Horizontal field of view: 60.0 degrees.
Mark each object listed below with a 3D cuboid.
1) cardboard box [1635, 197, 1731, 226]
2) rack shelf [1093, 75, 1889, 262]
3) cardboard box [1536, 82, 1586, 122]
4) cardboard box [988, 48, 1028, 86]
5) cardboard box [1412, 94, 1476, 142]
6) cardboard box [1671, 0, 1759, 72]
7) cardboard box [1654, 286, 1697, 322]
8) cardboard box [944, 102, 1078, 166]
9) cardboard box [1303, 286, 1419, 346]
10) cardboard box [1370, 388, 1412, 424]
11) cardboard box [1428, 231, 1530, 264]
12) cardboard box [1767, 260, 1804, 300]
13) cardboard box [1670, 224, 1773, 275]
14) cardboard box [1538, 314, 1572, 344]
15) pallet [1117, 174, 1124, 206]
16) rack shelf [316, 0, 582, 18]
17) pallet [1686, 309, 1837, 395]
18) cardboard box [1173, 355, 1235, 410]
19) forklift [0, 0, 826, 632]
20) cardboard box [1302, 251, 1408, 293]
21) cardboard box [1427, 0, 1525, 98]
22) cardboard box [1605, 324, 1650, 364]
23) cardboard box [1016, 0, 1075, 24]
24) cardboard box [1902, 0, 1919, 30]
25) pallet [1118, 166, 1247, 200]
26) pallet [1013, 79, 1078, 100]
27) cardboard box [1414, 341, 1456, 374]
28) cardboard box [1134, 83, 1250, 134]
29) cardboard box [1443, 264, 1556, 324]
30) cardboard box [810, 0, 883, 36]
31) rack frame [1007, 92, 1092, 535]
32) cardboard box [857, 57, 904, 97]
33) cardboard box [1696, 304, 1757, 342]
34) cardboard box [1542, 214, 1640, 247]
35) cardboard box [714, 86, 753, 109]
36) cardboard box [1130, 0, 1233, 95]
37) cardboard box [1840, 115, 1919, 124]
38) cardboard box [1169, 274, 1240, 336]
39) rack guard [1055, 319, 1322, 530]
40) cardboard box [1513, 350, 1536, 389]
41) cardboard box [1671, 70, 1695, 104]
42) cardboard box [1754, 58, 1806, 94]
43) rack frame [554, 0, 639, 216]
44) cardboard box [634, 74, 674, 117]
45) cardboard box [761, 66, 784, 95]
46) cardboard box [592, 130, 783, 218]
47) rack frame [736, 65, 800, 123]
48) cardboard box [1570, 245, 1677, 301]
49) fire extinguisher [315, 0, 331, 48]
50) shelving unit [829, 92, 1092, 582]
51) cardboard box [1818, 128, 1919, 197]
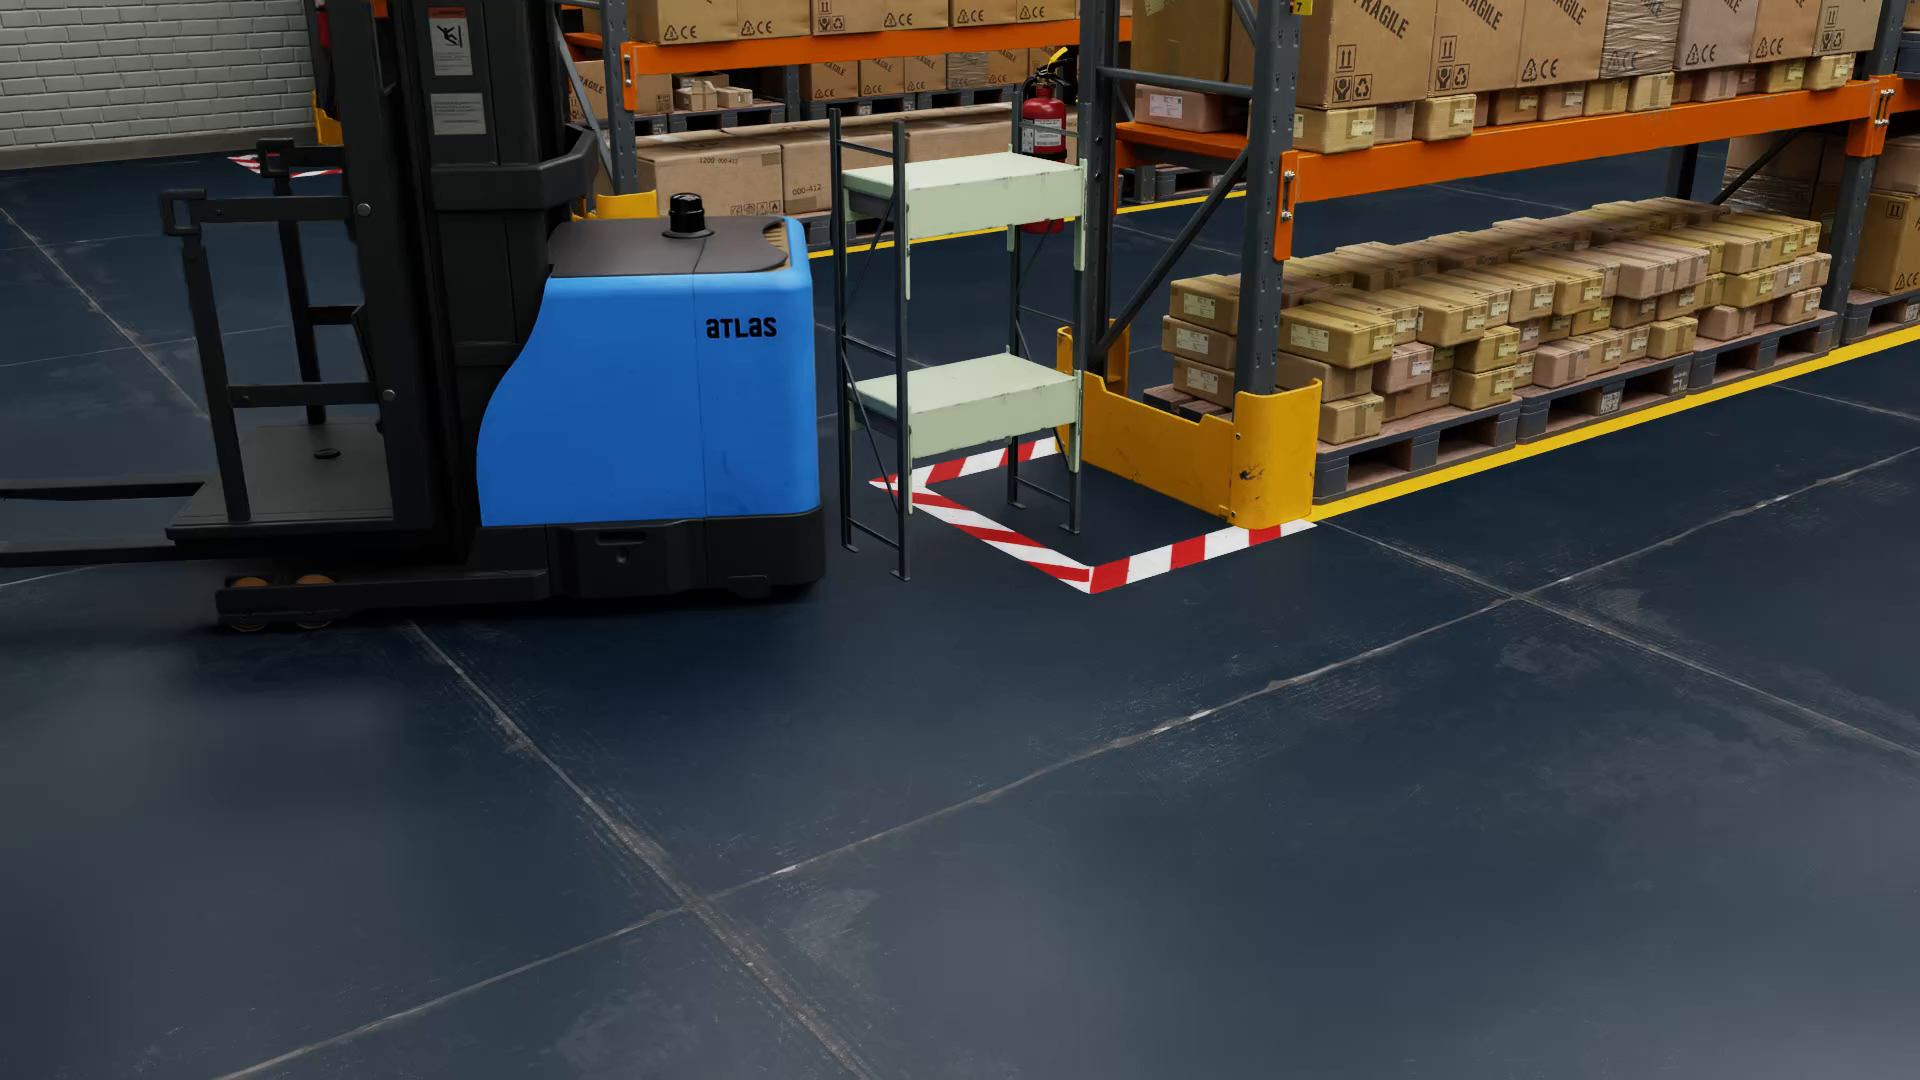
[{"bbox_3d":[3.629,-1.616,8.376,0.250,0.149,0.380,-14,26,-31],"label":"cardboard box"},{"bbox_3d":[2.407,-1.714,7.115,4.000,0.370,1.077,-15,26,-33],"label":"rack shelf"},{"bbox_3d":[2.251,-1.773,6.632,0.250,0.149,0.380,-16,27,-34],"label":"cardboard box"},{"bbox_3d":[0.349,-4.965,17.098,0.500,0.500,0.500,-14,25,-31],"label":"cardboard box"},{"bbox_3d":[1.670,-1.580,6.147,0.250,0.149,0.380,-16,27,-34],"label":"cardboard box"},{"bbox_3d":[2.976,-2.257,6.968,0.500,0.500,0.500,-15,26,-33],"label":"cardboard box"},{"bbox_3d":[3.084,-1.115,7.522,0.250,0.149,0.380,-14,26,-32],"label":"cardboard box"},{"bbox_3d":[0.485,-2.850,11.881,0.875,0.438,0.875,-15,26,-34],"label":"cardboard box"},{"bbox_3d":[1.560,-0.870,6.506,0.250,0.149,0.380,-14,26,-32],"label":"cardboard box"},{"bbox_3d":[1.560,-0.585,6.594,0.250,0.149,0.380,-15,26,-33],"label":"cardboard box"},{"bbox_3d":[2.346,-1.285,7.548,0.250,0.149,0.380,-15,26,-33],"label":"cardboard box"},{"bbox_3d":[3.748,-1.264,7.895,0.250,0.149,0.380,-16,27,-35],"label":"cardboard box"},{"bbox_3d":[3.511,-1.350,7.709,0.250,0.149,0.380,-15,26,-33],"label":"cardboard box"},{"bbox_3d":[2.388,-0.962,7.140,0.250,0.149,0.380,-13,25,-30],"label":"cardboard box"},{"bbox_3d":[0.394,-2.512,11.907,1.213,0.211,1.003,-15,26,-33],"label":"pallet"},{"bbox_3d":[-3.468,-4.674,14.533,4.000,0.370,1.077,-15,26,-33],"label":"rack shelf"},{"bbox_3d":[3.506,-1.030,8.193,1.213,0.211,1.003,-15,26,-33],"label":"pallet"},{"bbox_3d":[1.089,-0.663,6.790,0.250,0.149,0.380,-14,26,-32],"label":"cardboard box"},{"bbox_3d":[-1.993,-1.252,5.166,3.031,2.867,1.129,-2,22,-6],"label":"forklift"},{"bbox_3d":[1.686,-1.122,7.137,0.250,0.149,0.380,-16,27,-35],"label":"cardboard box"},{"bbox_3d":[1.729,-1.937,6.168,0.500,0.500,0.500,-15,26,-33],"label":"cardboard box"},{"bbox_3d":[2.820,-0.904,7.395,0.250,0.149,0.380,-14,26,-32],"label":"cardboard box"},{"bbox_3d":[0.416,-3.704,10.998,0.500,0.500,0.500,-16,27,-34],"label":"cardboard box"},{"bbox_3d":[4.619,-2.506,7.902,0.250,0.149,0.380,-16,27,-35],"label":"cardboard box"},{"bbox_3d":[1.640,-2.843,12.736,1.213,0.211,1.003,-15,26,-33],"label":"pallet"},{"bbox_3d":[0.774,-4.861,17.794,1.213,0.211,1.003,-15,26,-33],"label":"pallet"},{"bbox_3d":[1.761,-0.782,6.688,0.250,0.149,0.380,-15,26,-32],"label":"cardboard box"},{"bbox_3d":[0.883,-1.654,6.333,0.250,0.149,0.380,-15,26,-33],"label":"cardboard box"},{"bbox_3d":[2.223,-1.021,6.886,0.250,0.149,0.380,-14,26,-31],"label":"cardboard box"},{"bbox_3d":[-0.815,-3.369,10.157,0.500,0.500,0.500,-15,26,-33],"label":"cardboard box"},{"bbox_3d":[0.303,-0.777,5.821,0.023,1.500,0.400,-15,26,-33],"label":"rack frame"},{"bbox_3d":[-0.894,-4.630,16.259,0.500,0.500,0.500,-15,26,-34],"label":"cardboard box"},{"bbox_3d":[3.474,-1.057,7.778,0.250,0.149,0.380,-16,27,-35],"label":"cardboard box"},{"bbox_3d":[2.996,-1.441,7.939,0.250,0.149,0.380,-16,27,-34],"label":"cardboard box"},{"bbox_3d":[-2.125,-4.103,15.411,0.250,0.149,0.380,-16,27,-34],"label":"cardboard box"},{"bbox_3d":[0.998,-1.975,6.261,0.500,0.500,0.500,-14,26,-32],"label":"cardboard box"},{"bbox_3d":[4.912,-2.208,9.176,0.500,0.250,0.500,-14,25,-30],"label":"cardboard box"},{"bbox_3d":[1.065,-0.953,6.715,0.250,0.149,0.380,-15,26,-32],"label":"cardboard box"},{"bbox_3d":[0.845,-0.471,6.401,0.348,0.500,1.175,-15,26,-33],"label":"rack guard"},{"bbox_3d":[2.181,-0.747,7.000,0.250,0.149,0.380,-15,26,-33],"label":"cardboard box"},{"bbox_3d":[2.873,-1.948,7.071,0.250,0.149,0.380,-15,26,-34],"label":"cardboard box"},{"bbox_3d":[3.538,-2.104,7.460,0.250,0.149,0.380,-14,26,-31],"label":"cardboard box"},{"bbox_3d":[-2.190,-3.083,9.574,0.127,3.000,1.000,-15,26,-33],"label":"rack frame"},{"bbox_3d":[-2.981,-4.111,14.958,0.500,0.500,0.700,-16,27,-35],"label":"cardboard box"},{"bbox_3d":[-1.619,-4.670,16.359,0.500,0.500,0.500,-15,26,-33],"label":"cardboard box"},{"bbox_3d":[-1.712,-2.261,10.405,0.875,0.438,0.875,-16,27,-35],"label":"cardboard box"},{"bbox_3d":[-1.845,-5.441,15.484,0.127,3.000,1.000,-15,26,-33],"label":"rack frame"},{"bbox_3d":[2.878,-1.169,7.255,0.250,0.149,0.380,-16,27,-35],"label":"cardboard box"},{"bbox_3d":[-4.941,-4.195,12.970,0.183,0.674,0.296,-15,26,-33],"label":"fire extinguisher"},{"bbox_3d":[0.005,-0.698,5.622,0.755,1.500,0.431,-15,26,-33],"label":"shelving unit"},{"bbox_3d":[4.784,-1.944,8.515,0.500,0.250,0.500,-16,27,-35],"label":"cardboard box"}]
